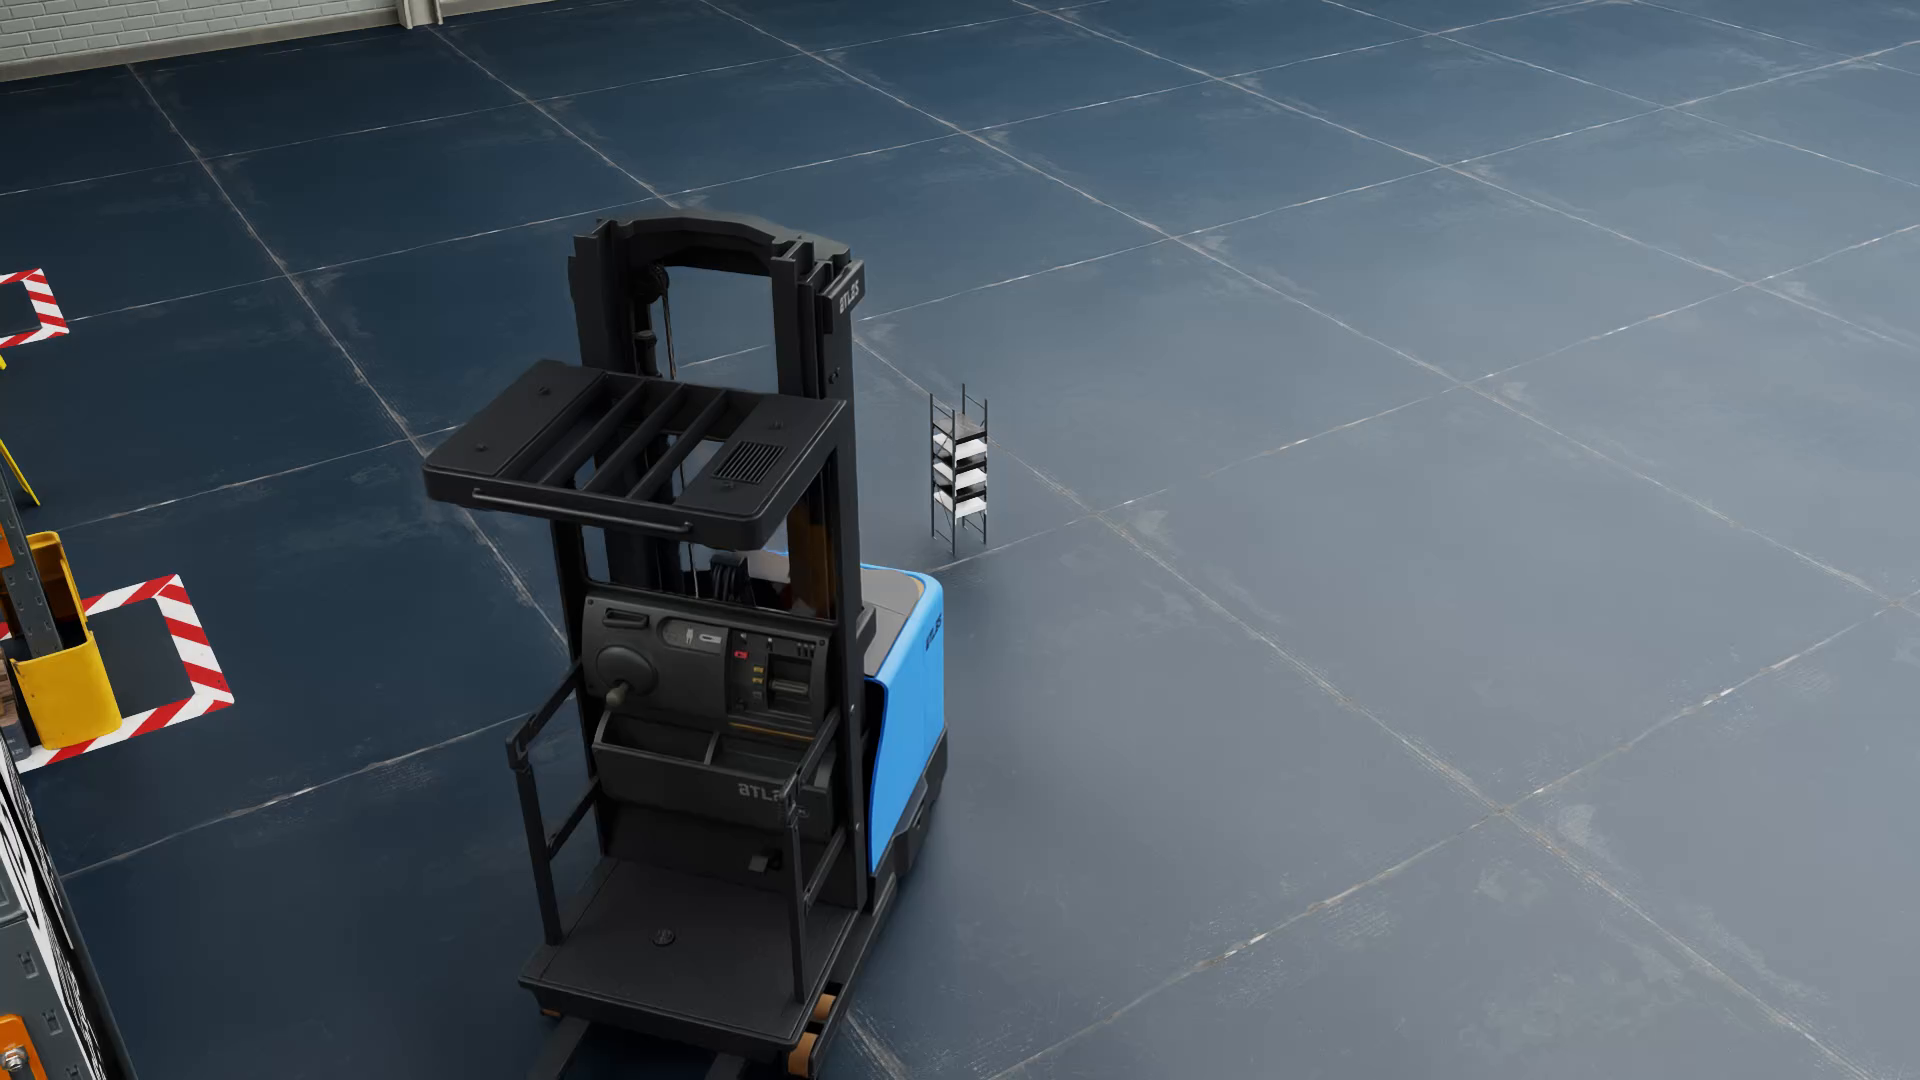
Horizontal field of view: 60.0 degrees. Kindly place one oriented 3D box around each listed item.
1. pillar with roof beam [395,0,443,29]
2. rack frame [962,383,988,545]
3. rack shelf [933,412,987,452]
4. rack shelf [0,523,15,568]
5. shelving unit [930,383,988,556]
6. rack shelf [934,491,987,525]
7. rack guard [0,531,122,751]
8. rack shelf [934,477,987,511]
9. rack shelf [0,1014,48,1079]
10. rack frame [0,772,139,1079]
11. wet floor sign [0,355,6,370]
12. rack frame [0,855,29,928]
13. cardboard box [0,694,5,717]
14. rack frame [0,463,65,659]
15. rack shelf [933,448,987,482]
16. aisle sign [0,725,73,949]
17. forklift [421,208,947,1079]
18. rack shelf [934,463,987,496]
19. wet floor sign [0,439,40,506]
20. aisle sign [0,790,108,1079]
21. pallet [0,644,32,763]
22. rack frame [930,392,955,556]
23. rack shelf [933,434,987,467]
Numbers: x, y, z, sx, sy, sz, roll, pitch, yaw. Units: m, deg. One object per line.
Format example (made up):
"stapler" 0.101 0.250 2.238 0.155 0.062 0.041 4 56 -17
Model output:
"pillar with roof beam" -3.577 -7.544 12.775 0.400 9.000 9.100 -19 37 -27
"rack frame" 0.079 -0.408 9.053 0.006 0.900 0.240 -19 37 -27
"rack shelf" -0.007 -0.578 8.880 0.200 0.077 0.258 -19 37 -27
"rack shelf" -6.100 0.298 6.640 4.000 0.370 1.077 -19 37 -27
"shelving unit" -0.007 -0.378 9.006 0.210 0.900 0.258 -19 37 -27
"rack shelf" -0.007 -0.198 9.120 0.200 0.077 0.258 -19 37 -27
"rack guard" -4.399 0.466 8.043 0.348 0.500 1.175 -19 37 -27
"rack shelf" -0.007 -0.274 9.072 0.200 0.077 0.258 -19 37 -27
"rack shelf" -3.498 1.283 2.268 4.000 0.370 1.077 -19 37 -27
"rack frame" -1.817 1.669 3.793 0.127 3.000 1.000 -19 37 -27
"wet floor sign" -6.447 -1.354 10.792 0.232 0.644 0.267 -7 33 -11
"rack frame" -1.817 -0.868 2.192 0.127 3.000 1.000 -19 37 -27
"cardboard box" -4.954 0.362 7.462 0.875 0.875 0.875 -19 37 -27
"rack frame" -4.419 -0.584 7.365 0.127 3.000 1.000 -19 37 -27
"rack shelf" -0.007 -0.426 8.976 0.200 0.077 0.258 -19 37 -27
"aisle sign" -1.927 0.417 3.341 0.004 0.787 0.394 -19 37 -27
"forklift" -0.965 0.498 5.713 1.130 2.935 3.031 9 33 14
"rack shelf" -0.007 -0.350 9.024 0.200 0.077 0.258 -19 37 -27
"wet floor sign" -5.468 -0.485 9.414 0.232 0.644 0.267 -26 41 -35
"aisle sign" -1.602 0.686 2.914 0.004 0.787 0.394 -19 37 -27
"pallet" -5.049 0.861 7.687 1.213 0.211 1.003 -19 37 -27
"rack frame" -0.092 -0.349 8.960 0.006 0.900 0.240 -19 37 -27
"rack shelf" -0.007 -0.502 8.928 0.200 0.077 0.258 -19 37 -27
